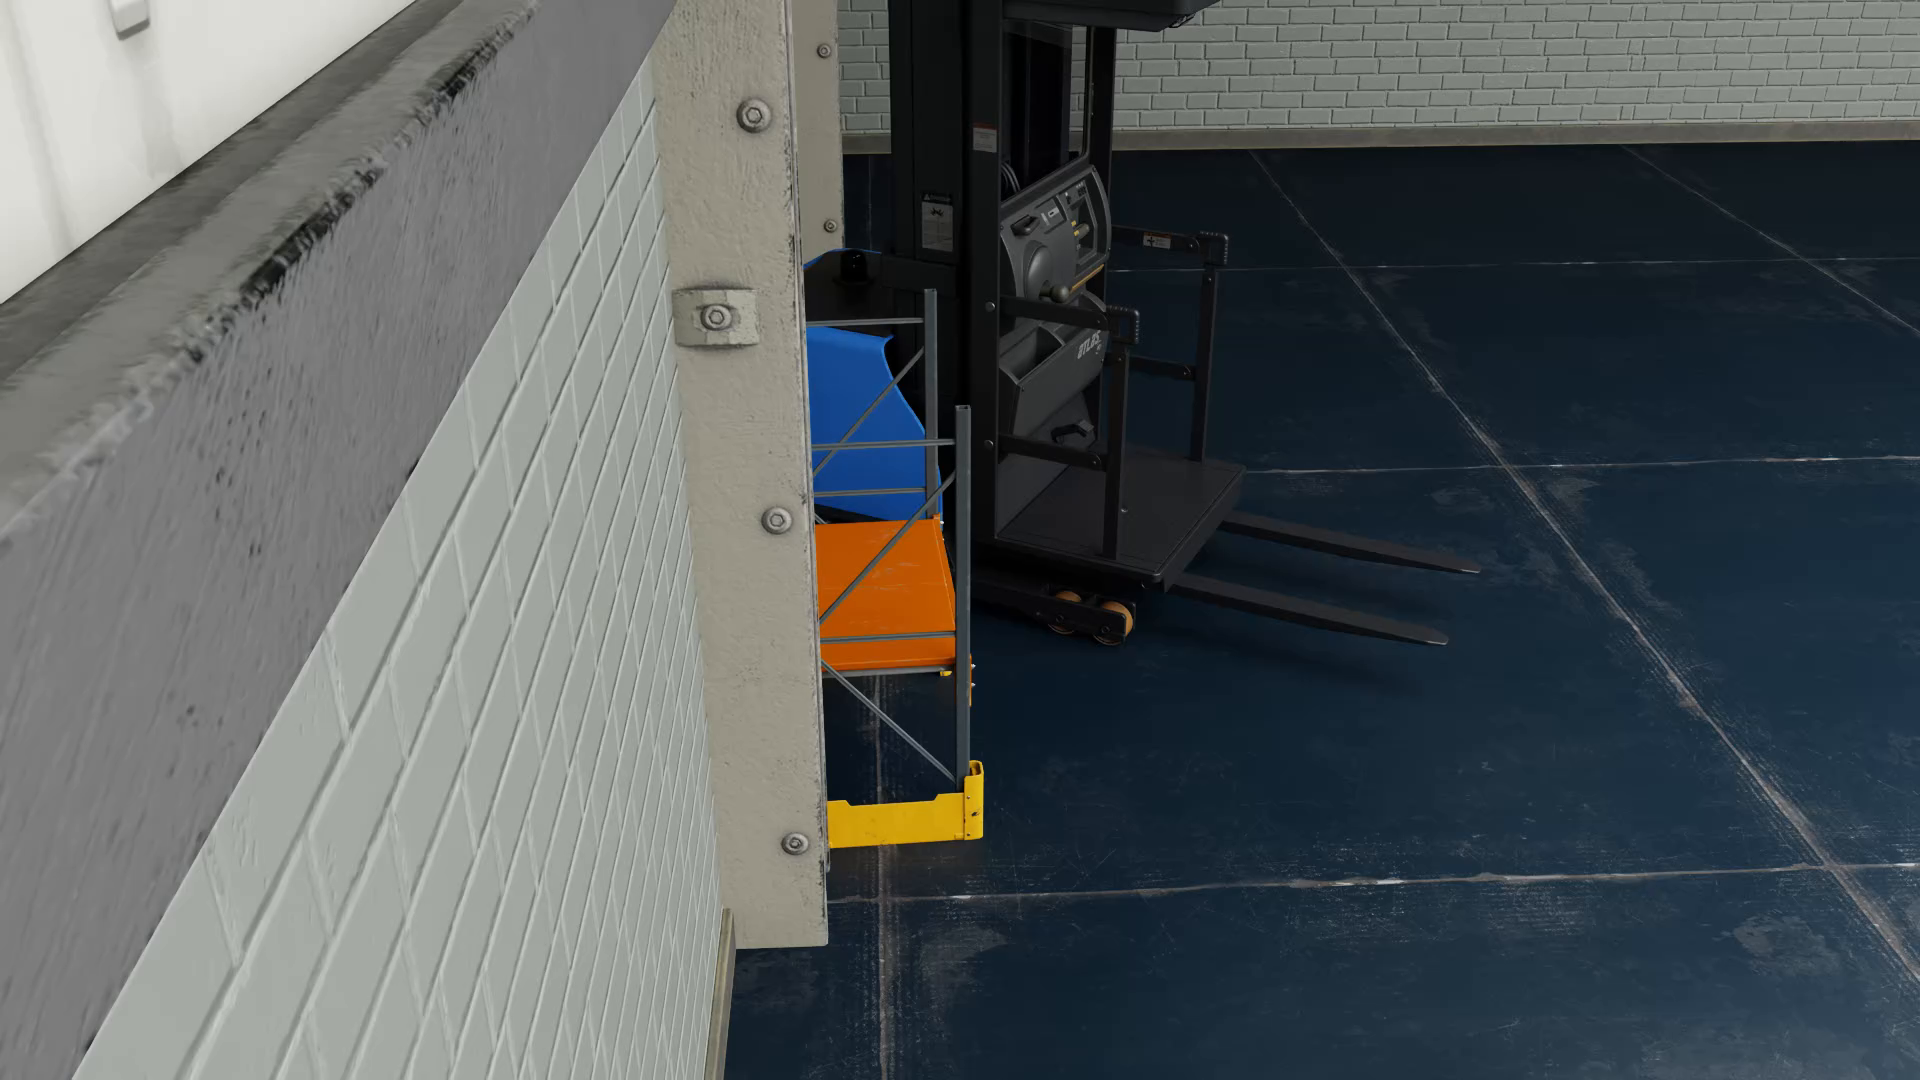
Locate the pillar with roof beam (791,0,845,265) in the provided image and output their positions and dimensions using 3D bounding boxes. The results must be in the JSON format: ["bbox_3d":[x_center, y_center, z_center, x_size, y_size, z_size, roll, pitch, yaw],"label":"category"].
[{"bbox_3d":[3.428,-5.748,8.540,9.100,9.000,0.400,-1,28,-3],"label":"pillar with roof beam"}]

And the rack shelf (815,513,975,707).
[{"bbox_3d":[-0.274,0.225,5.585,0.538,0.185,1.000,-3,28,-5],"label":"rack shelf"}]

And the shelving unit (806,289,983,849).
[{"bbox_3d":[-0.273,0.070,5.494,0.587,1.500,1.083,-3,28,-5],"label":"shelving unit"}]

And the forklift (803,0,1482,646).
[{"bbox_3d":[0.557,-1.171,6.326,3.031,2.935,1.130,13,30,23],"label":"forklift"}]

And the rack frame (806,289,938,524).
[{"bbox_3d":[-0.329,-0.168,5.950,0.500,1.500,0.032,-3,28,-5],"label":"rack frame"}]

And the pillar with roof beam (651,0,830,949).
[{"bbox_3d":[3.741,-2.977,3.227,9.100,9.000,0.400,-1,28,-3],"label":"pillar with roof beam"}]

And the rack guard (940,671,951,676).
[{"bbox_3d":[-0.327,0.395,6.222,0.587,0.250,0.087,-3,28,-5],"label":"rack guard"}]

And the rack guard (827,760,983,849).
[{"bbox_3d":[-0.220,0.853,5.344,0.587,0.250,0.087,-3,28,-5],"label":"rack guard"}]

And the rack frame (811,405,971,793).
[{"bbox_3d":[-0.220,0.299,5.054,0.500,1.500,0.032,-3,28,-5],"label":"rack frame"}]
